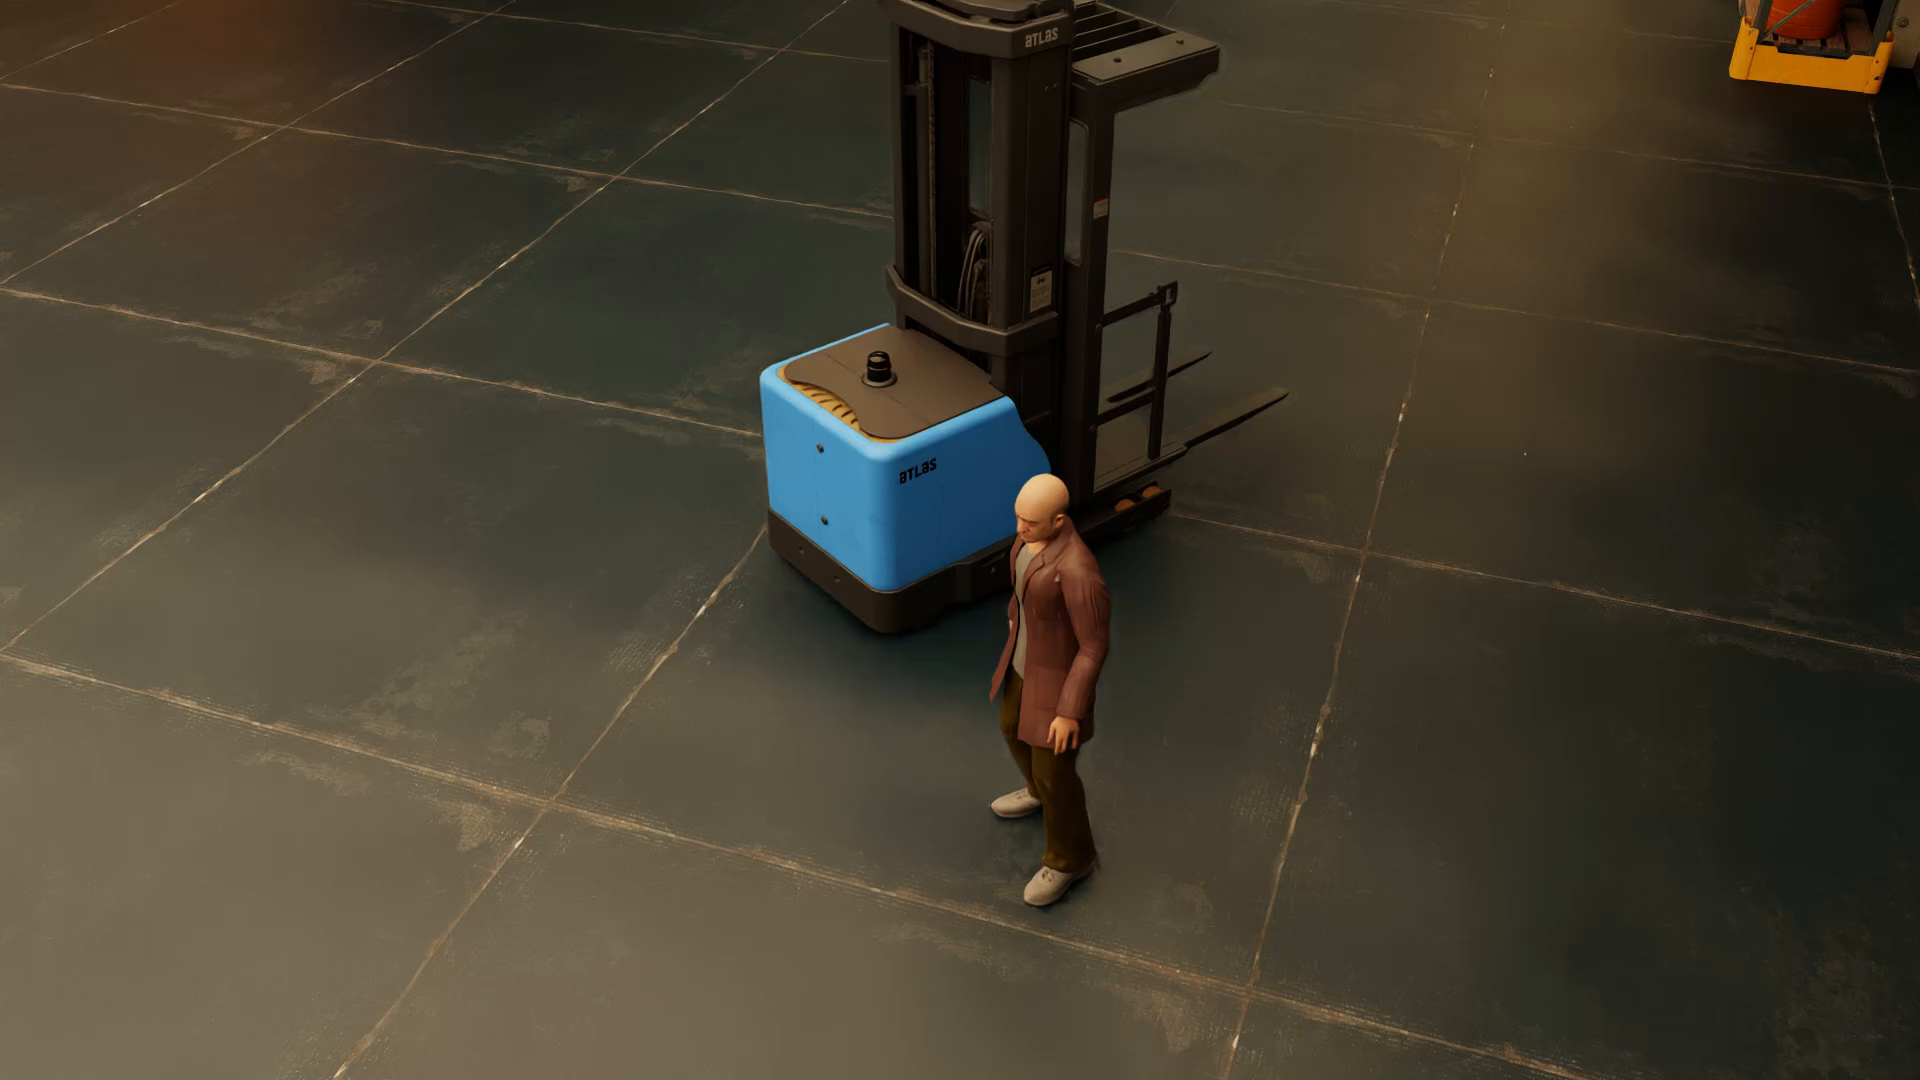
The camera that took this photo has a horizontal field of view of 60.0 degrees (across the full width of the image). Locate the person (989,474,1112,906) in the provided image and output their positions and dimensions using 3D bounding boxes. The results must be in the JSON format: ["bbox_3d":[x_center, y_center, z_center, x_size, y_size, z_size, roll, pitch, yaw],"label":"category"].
[{"bbox_3d":[0.326,0.492,6.438,0.444,1.752,0.826,-13,37,-17],"label":"person"}]

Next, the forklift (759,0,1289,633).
[{"bbox_3d":[0.487,-1.456,8.165,3.031,2.935,1.130,-25,42,-31],"label":"forklift"}]
